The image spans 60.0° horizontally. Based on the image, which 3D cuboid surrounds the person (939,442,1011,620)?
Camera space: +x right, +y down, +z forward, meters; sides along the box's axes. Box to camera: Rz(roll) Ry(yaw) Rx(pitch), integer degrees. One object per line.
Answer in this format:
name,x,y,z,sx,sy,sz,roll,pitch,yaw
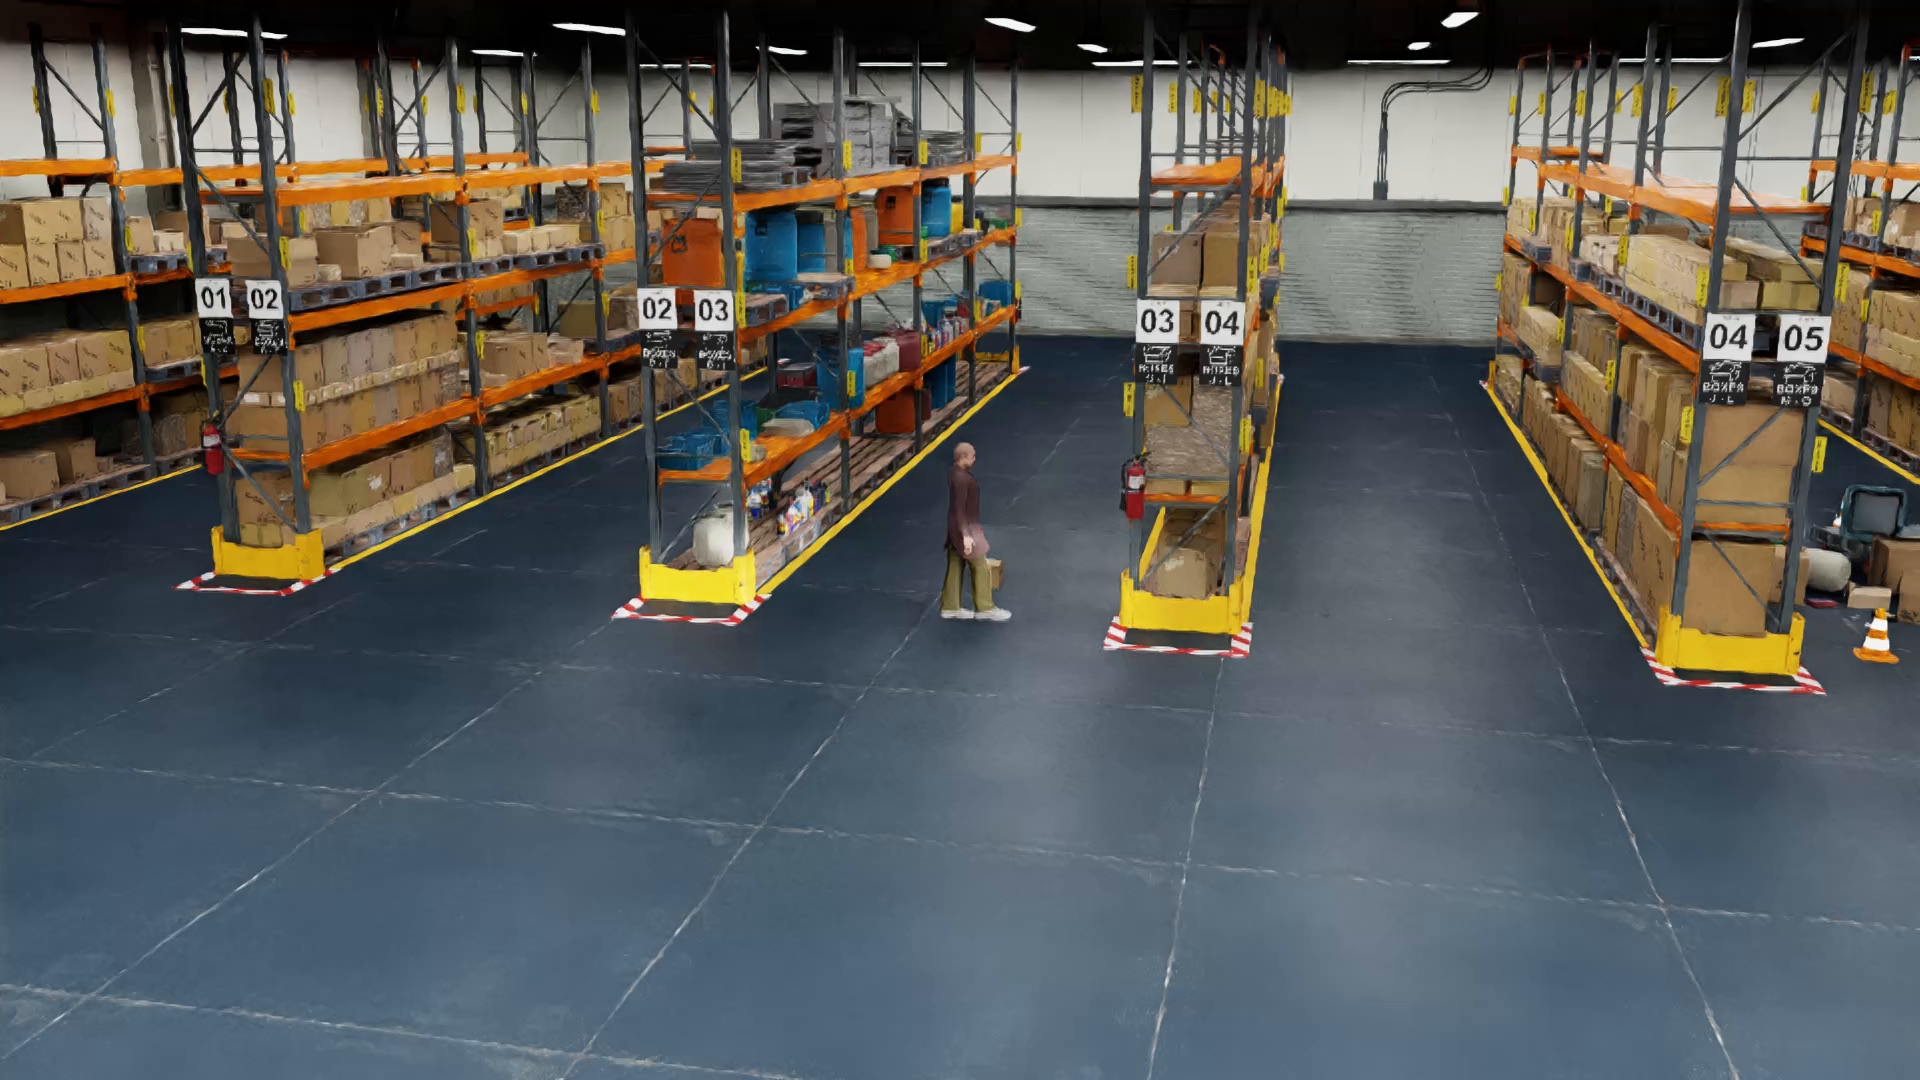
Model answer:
person,0.141,-0.091,16.355,0.663,1.779,0.690,-4,15,-16
